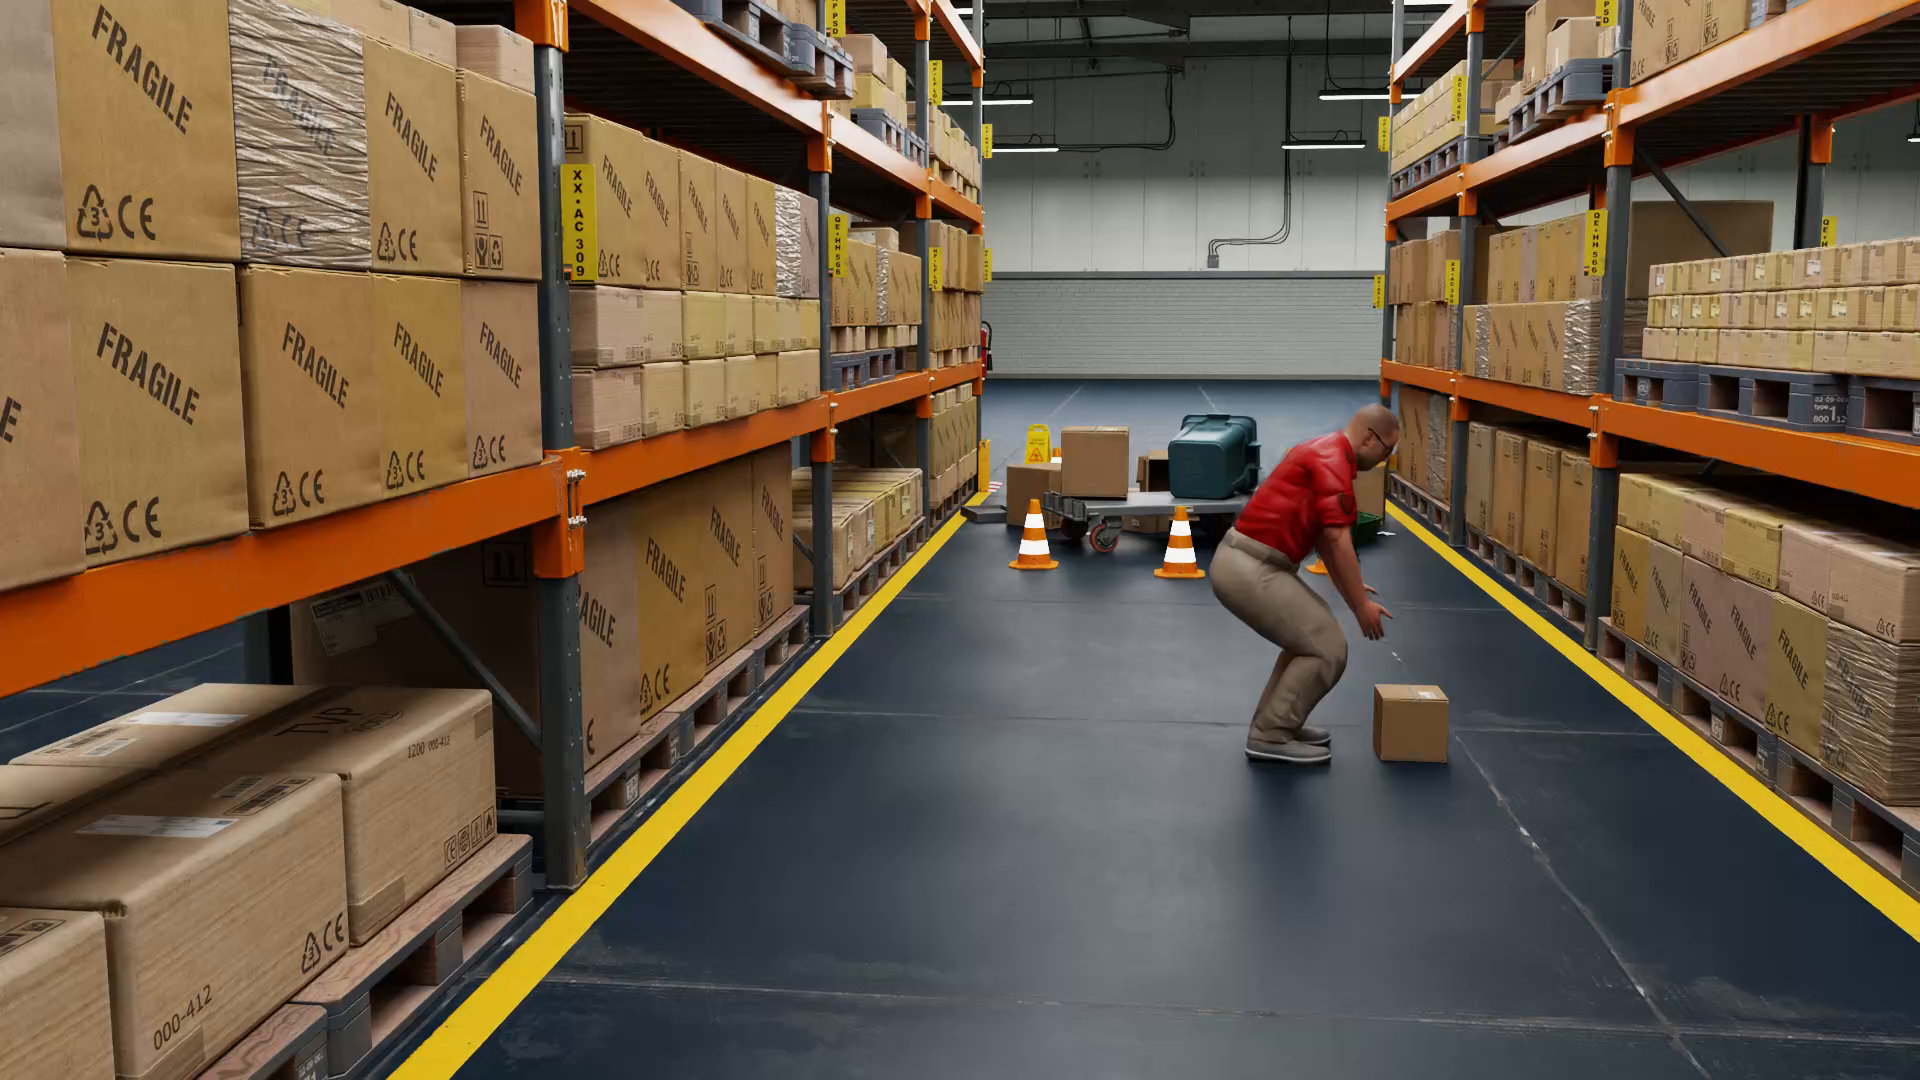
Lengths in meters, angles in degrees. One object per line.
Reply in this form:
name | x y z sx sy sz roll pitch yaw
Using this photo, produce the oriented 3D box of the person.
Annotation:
person | 1.344 0.155 6.547 0.725 1.379 0.590 1 8 6
